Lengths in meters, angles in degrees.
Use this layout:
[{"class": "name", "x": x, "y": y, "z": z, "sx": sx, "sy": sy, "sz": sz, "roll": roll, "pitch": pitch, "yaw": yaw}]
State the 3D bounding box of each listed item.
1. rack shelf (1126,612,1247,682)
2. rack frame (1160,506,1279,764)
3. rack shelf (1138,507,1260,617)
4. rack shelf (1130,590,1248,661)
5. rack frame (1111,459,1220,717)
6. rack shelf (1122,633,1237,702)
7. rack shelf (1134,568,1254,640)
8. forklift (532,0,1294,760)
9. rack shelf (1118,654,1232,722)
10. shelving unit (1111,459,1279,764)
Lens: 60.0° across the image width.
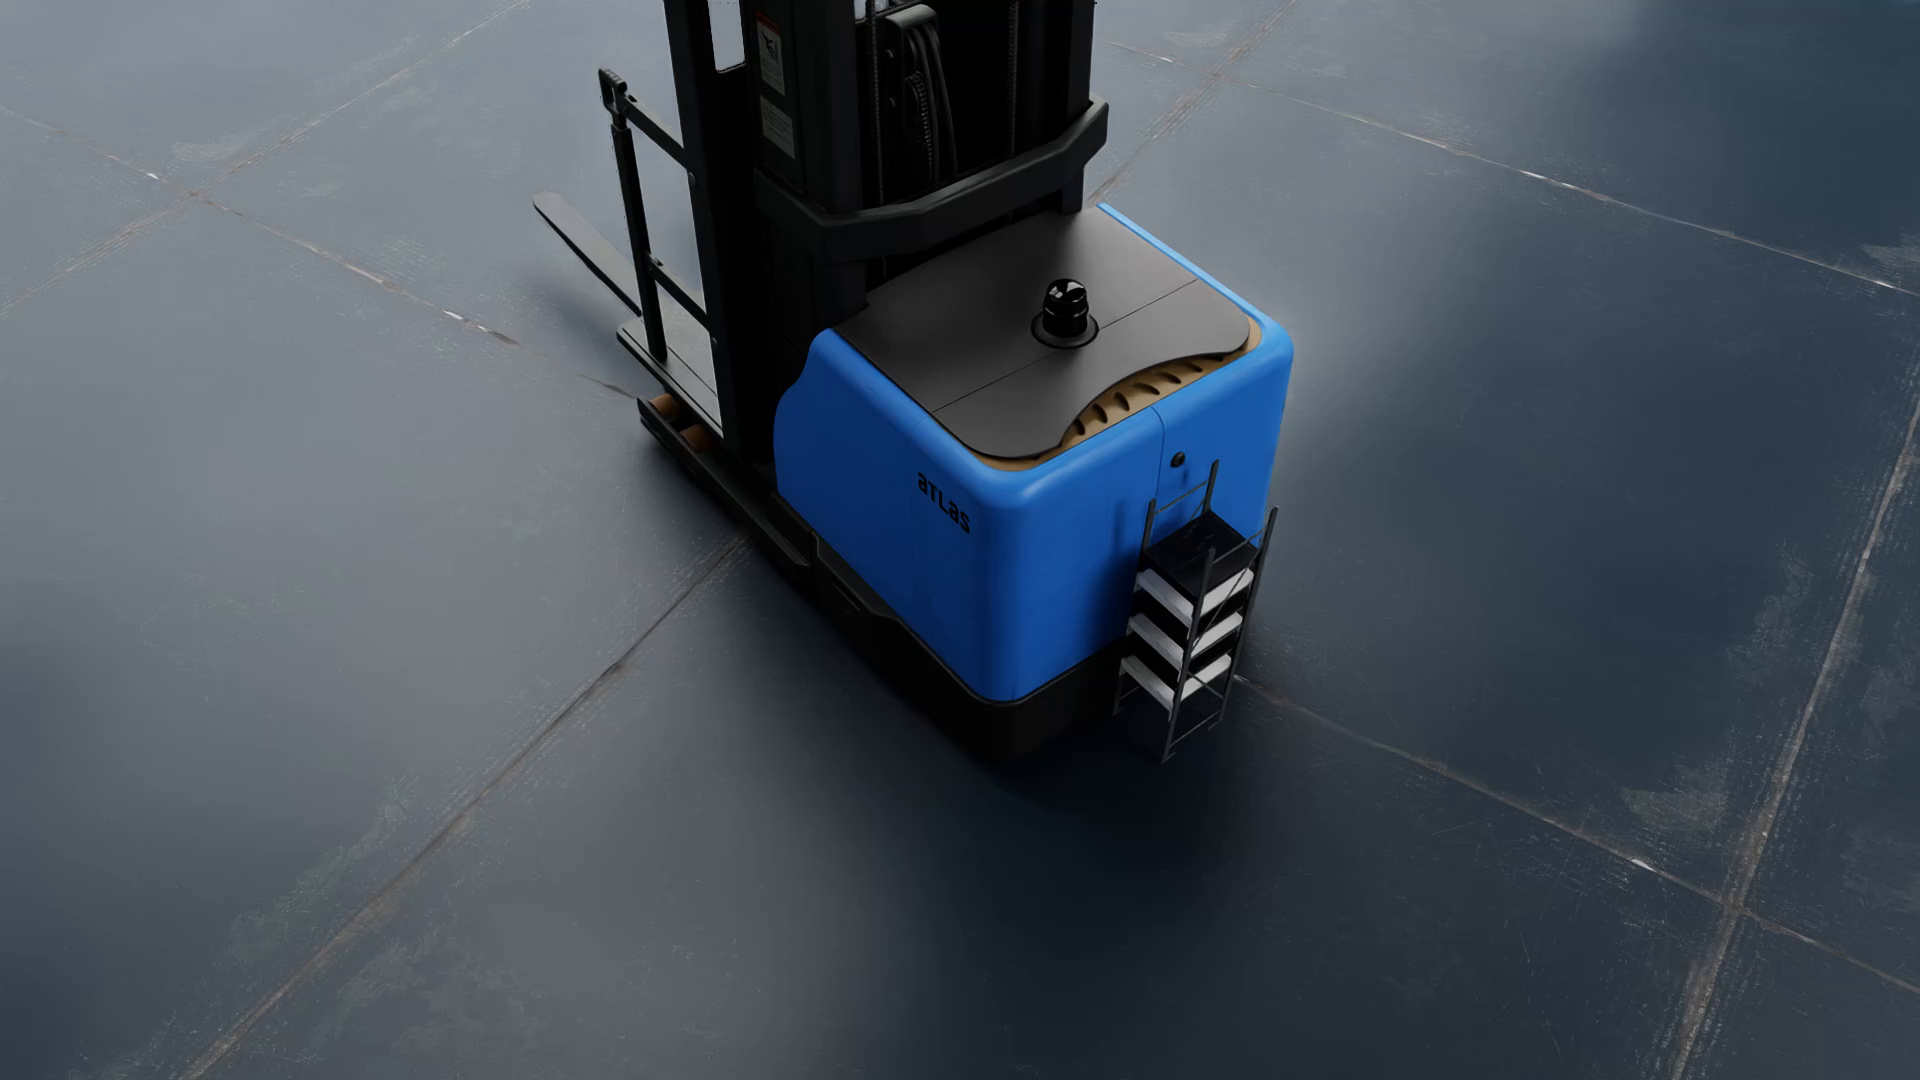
[{"class": "rack shelf", "x": 0.605, "y": 0.232, "z": 4.438, "sx": 0.258, "sy": 0.077, "sz": 0.200, "roll": -31, "pitch": 56, "yaw": -26}, {"class": "rack frame", "x": 0.671, "y": 0.271, "z": 4.363, "sx": 0.240, "sy": 0.900, "sz": 0.006, "roll": -31, "pitch": 56, "yaw": -26}, {"class": "rack shelf", "x": 0.615, "y": 0.053, "z": 4.236, "sx": 0.258, "sy": 0.077, "sz": 0.200, "roll": -31, "pitch": 56, "yaw": -26}, {"class": "rack shelf", "x": 0.608, "y": 0.173, "z": 4.371, "sx": 0.258, "sy": 0.077, "sz": 0.200, "roll": -31, "pitch": 56, "yaw": -26}, {"class": "rack frame", "x": 0.542, "y": 0.150, "z": 4.464, "sx": 0.240, "sy": 0.900, "sz": 0.006, "roll": -31, "pitch": 56, "yaw": -26}, {"class": "rack shelf", "x": 0.601, "y": 0.292, "z": 4.506, "sx": 0.258, "sy": 0.077, "sz": 0.200, "roll": -31, "pitch": 56, "yaw": -26}, {"class": "rack shelf", "x": 0.612, "y": 0.113, "z": 4.304, "sx": 0.258, "sy": 0.077, "sz": 0.200, "roll": -31, "pitch": 56, "yaw": -26}, {"class": "forklift", "x": -0.410, "y": -1.427, "z": 4.596, "sx": 1.130, "sy": 2.935, "sz": 3.031, "roll": -29, "pitch": 52, "yaw": -25}, {"class": "rack shelf", "x": 0.598, "y": 0.352, "z": 4.573, "sx": 0.258, "sy": 0.077, "sz": 0.200, "roll": -31, "pitch": 56, "yaw": -26}, {"class": "shelving unit", "x": 0.606, "y": 0.210, "z": 4.413, "sx": 0.258, "sy": 0.900, "sz": 0.210, "roll": -31, "pitch": 56, "yaw": -26}]
